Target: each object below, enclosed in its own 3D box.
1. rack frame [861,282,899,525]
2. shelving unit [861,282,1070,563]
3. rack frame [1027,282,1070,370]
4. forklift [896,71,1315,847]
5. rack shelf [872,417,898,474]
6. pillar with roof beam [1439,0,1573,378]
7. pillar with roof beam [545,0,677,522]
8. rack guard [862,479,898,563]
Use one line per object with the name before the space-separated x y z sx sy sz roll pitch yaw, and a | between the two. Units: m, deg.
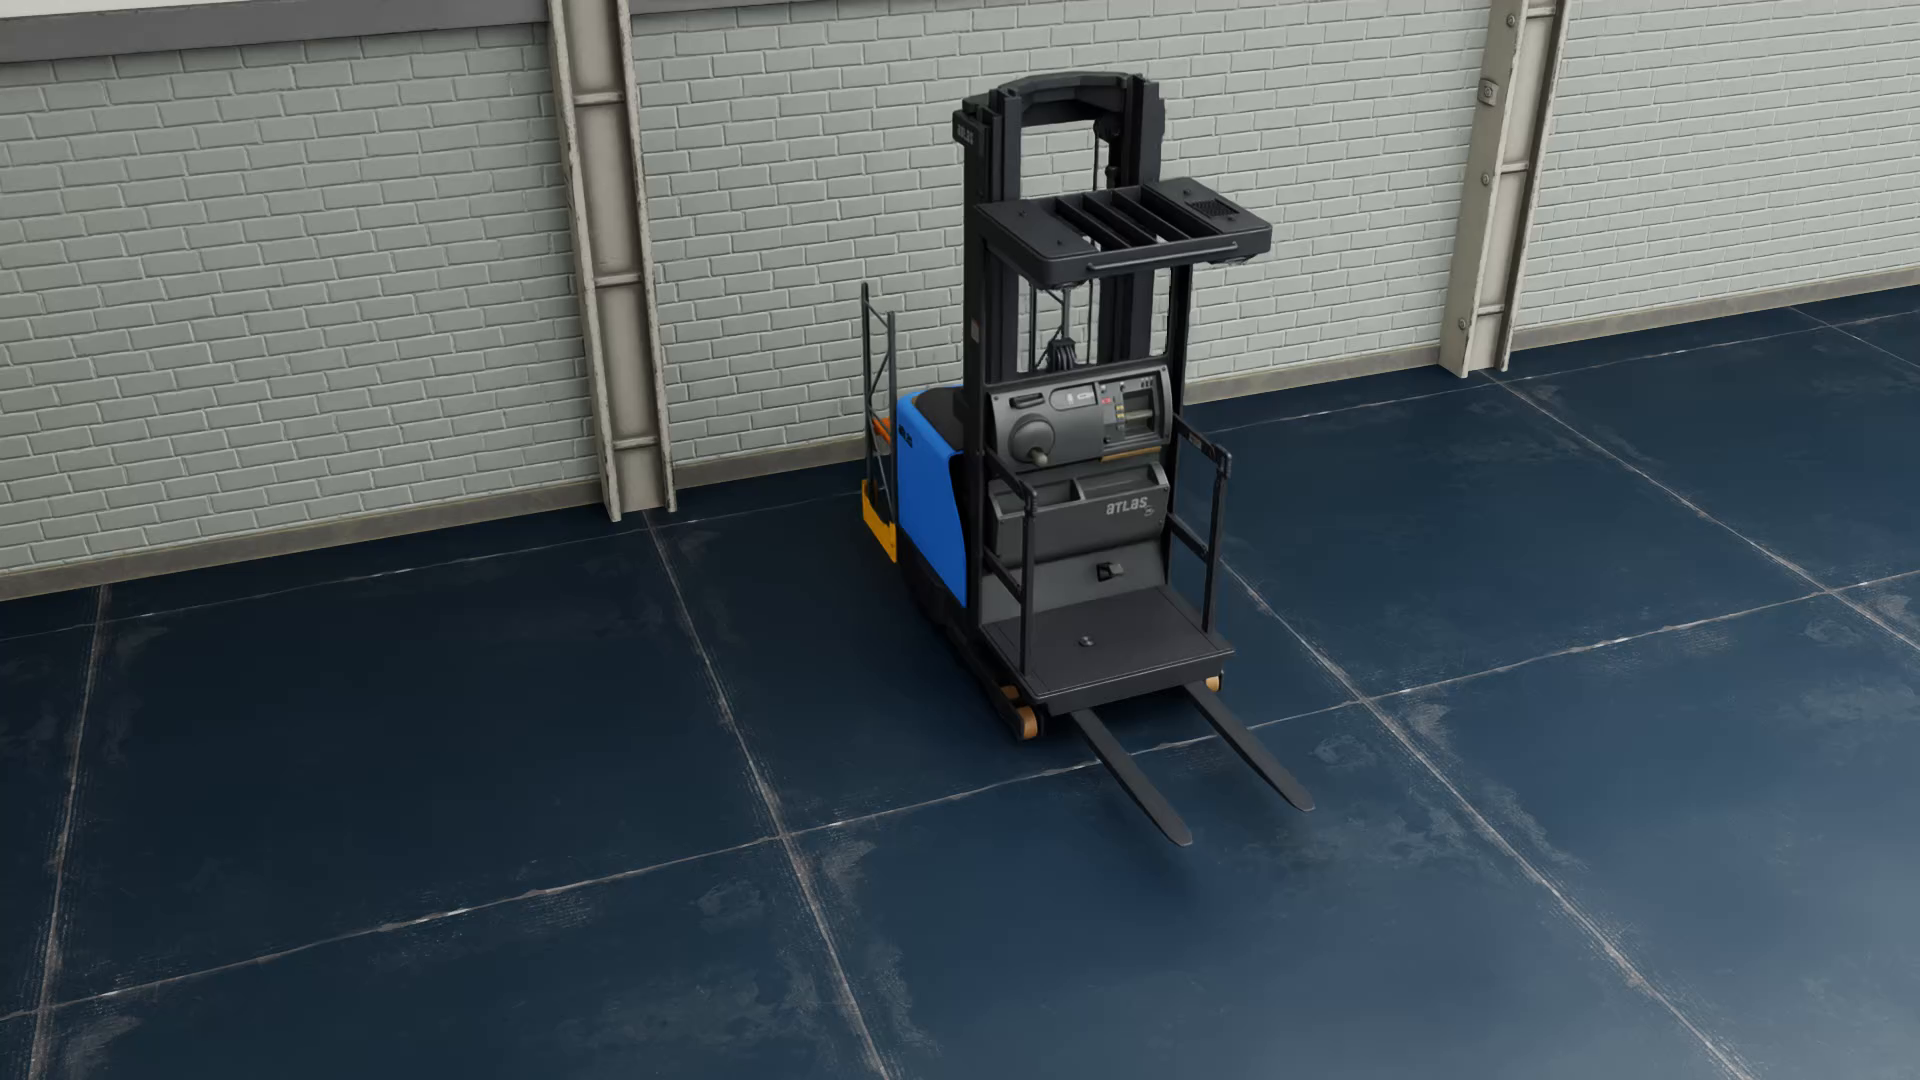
rack frame | -0.447 -0.662 9.397 0.032 1.500 0.500 -11 31 -18
shelving unit | 0.020 -0.751 9.552 1.083 1.500 0.587 -11 31 -18
rack frame | 0.503 -0.842 9.713 0.032 1.500 0.500 -11 31 -18
forklift | 0.668 -0.542 7.740 1.130 2.935 3.031 -11 32 -19
rack shelf | 0.028 -0.596 9.644 1.000 0.185 0.538 -11 31 -18
pillar with roof beam | 5.176 -3.162 6.210 0.400 9.000 9.100 -10 31 -18
pillar with roof beam | -0.448 -2.127 4.392 0.400 9.000 9.100 -10 31 -18
rack guard | -0.446 -0.119 9.707 0.087 0.250 0.587 -11 31 -18
